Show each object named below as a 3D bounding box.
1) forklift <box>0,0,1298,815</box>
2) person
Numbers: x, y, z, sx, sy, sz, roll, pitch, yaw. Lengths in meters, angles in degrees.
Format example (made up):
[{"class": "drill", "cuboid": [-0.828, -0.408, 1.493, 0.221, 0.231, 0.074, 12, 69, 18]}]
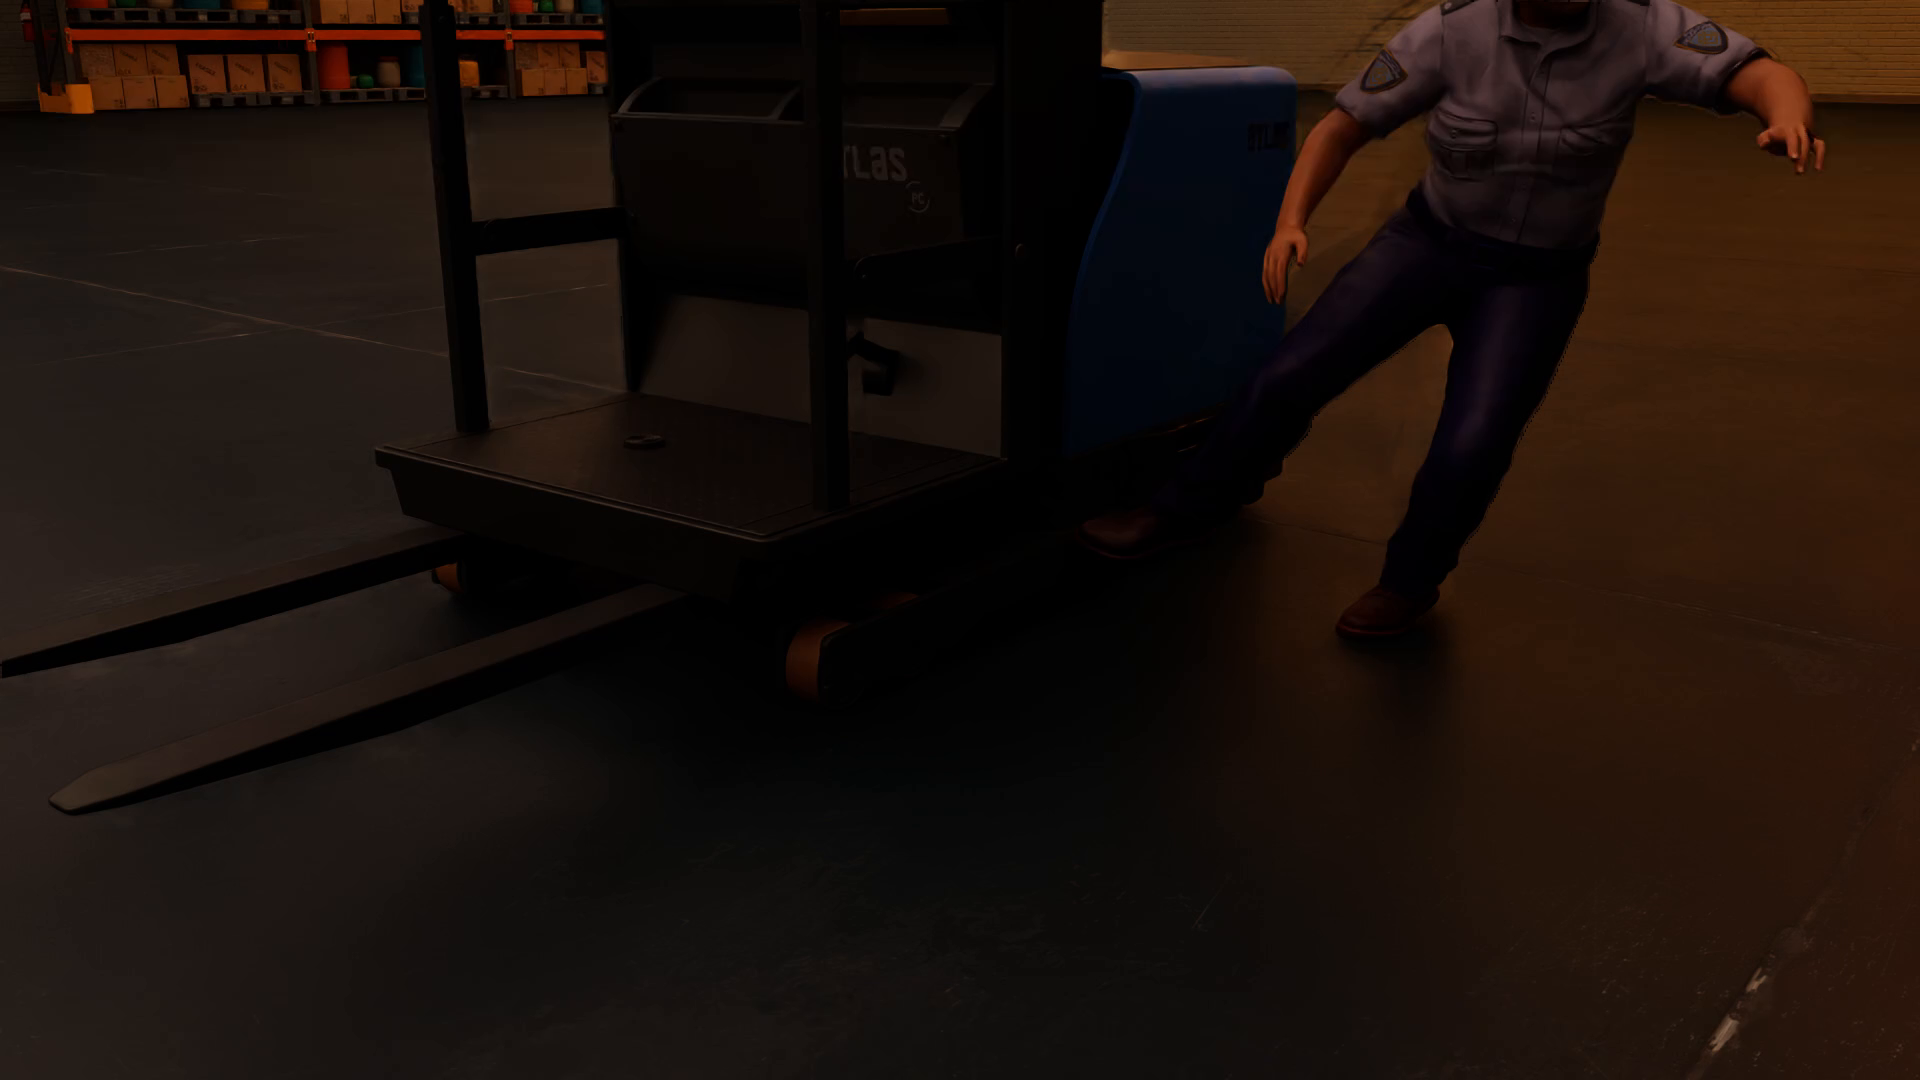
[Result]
[{"class": "forklift", "cuboid": [-0.458, -1.261, 3.050, 1.130, 2.935, 3.031, 12, 21, 35]}, {"class": "person", "cuboid": [0.801, -0.457, 3.010, 1.226, 1.427, 0.867, 4, 17, 14]}]
